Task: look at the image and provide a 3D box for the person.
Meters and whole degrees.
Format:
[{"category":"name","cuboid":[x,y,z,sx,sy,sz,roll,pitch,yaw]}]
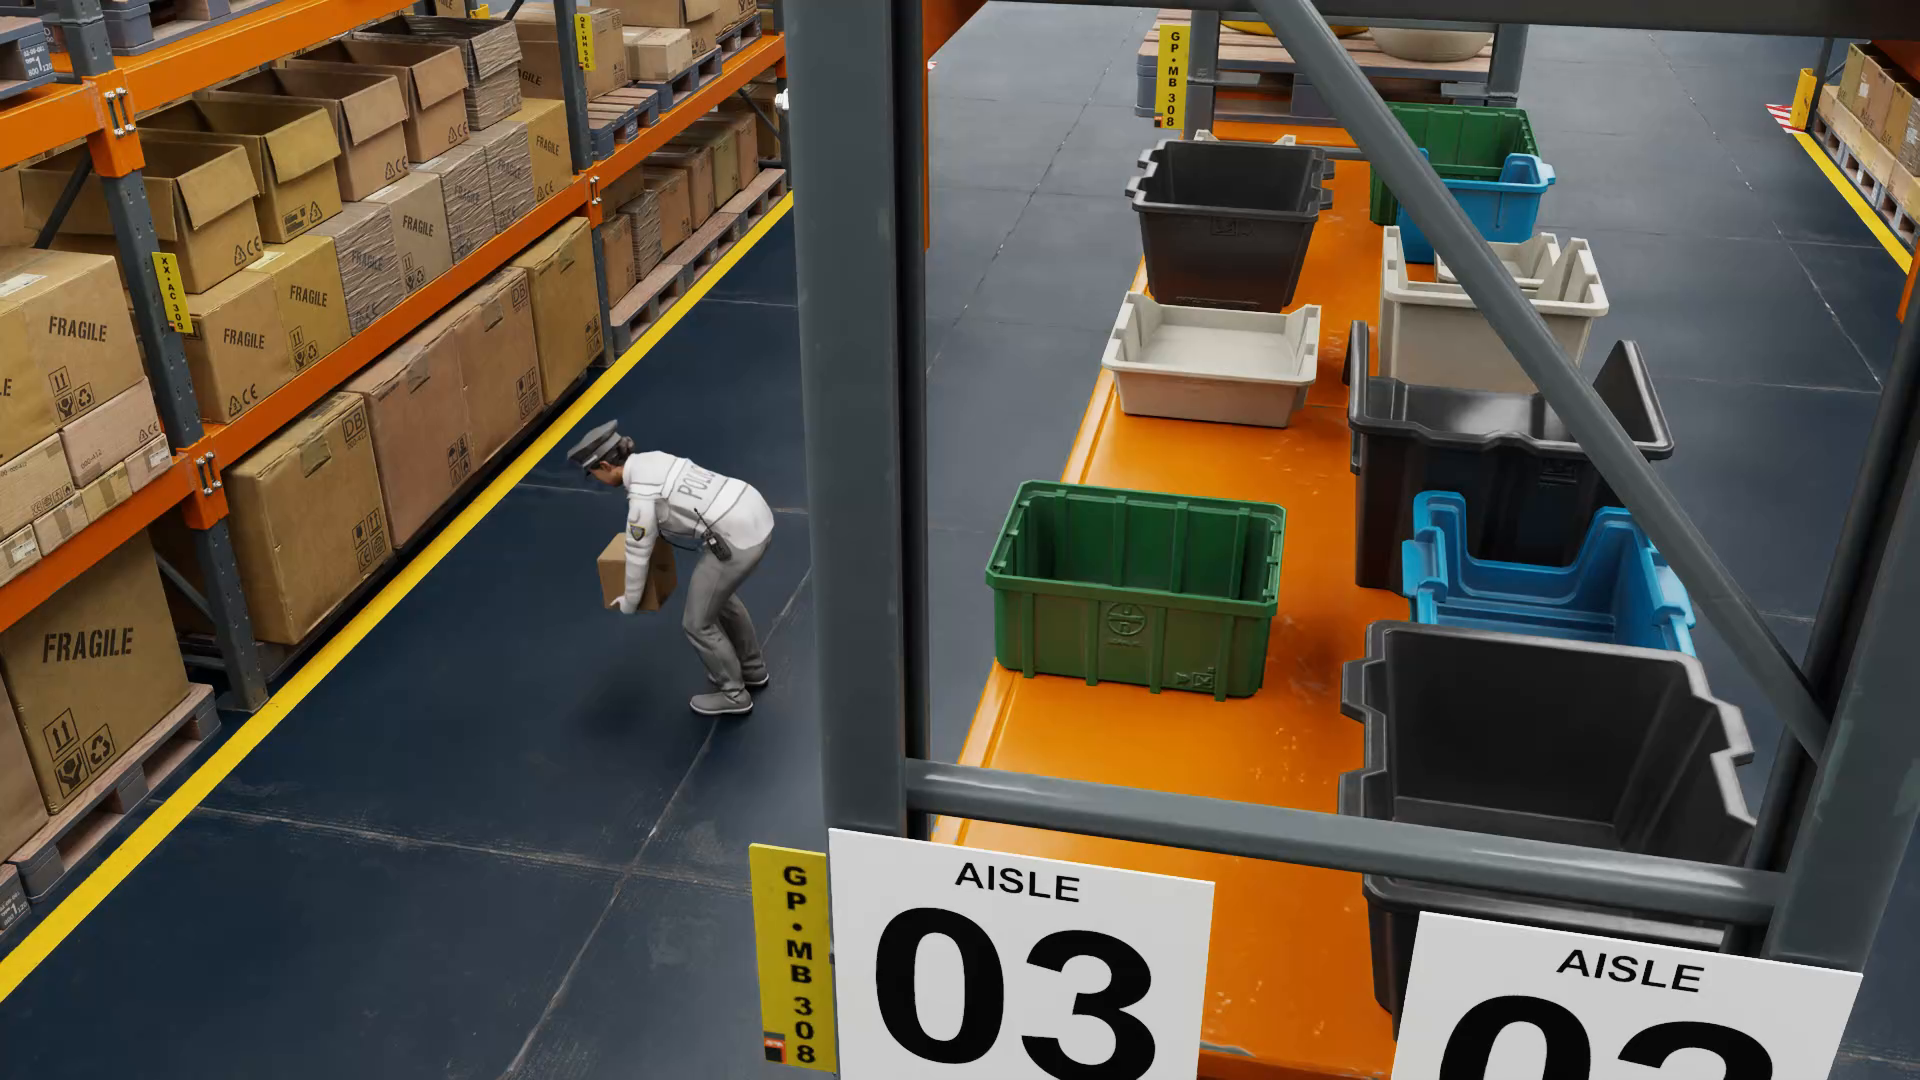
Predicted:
[{"category":"person","cuboid":[-1.238,0.112,7.277,0.866,1.326,0.421,5,29,9]}]
